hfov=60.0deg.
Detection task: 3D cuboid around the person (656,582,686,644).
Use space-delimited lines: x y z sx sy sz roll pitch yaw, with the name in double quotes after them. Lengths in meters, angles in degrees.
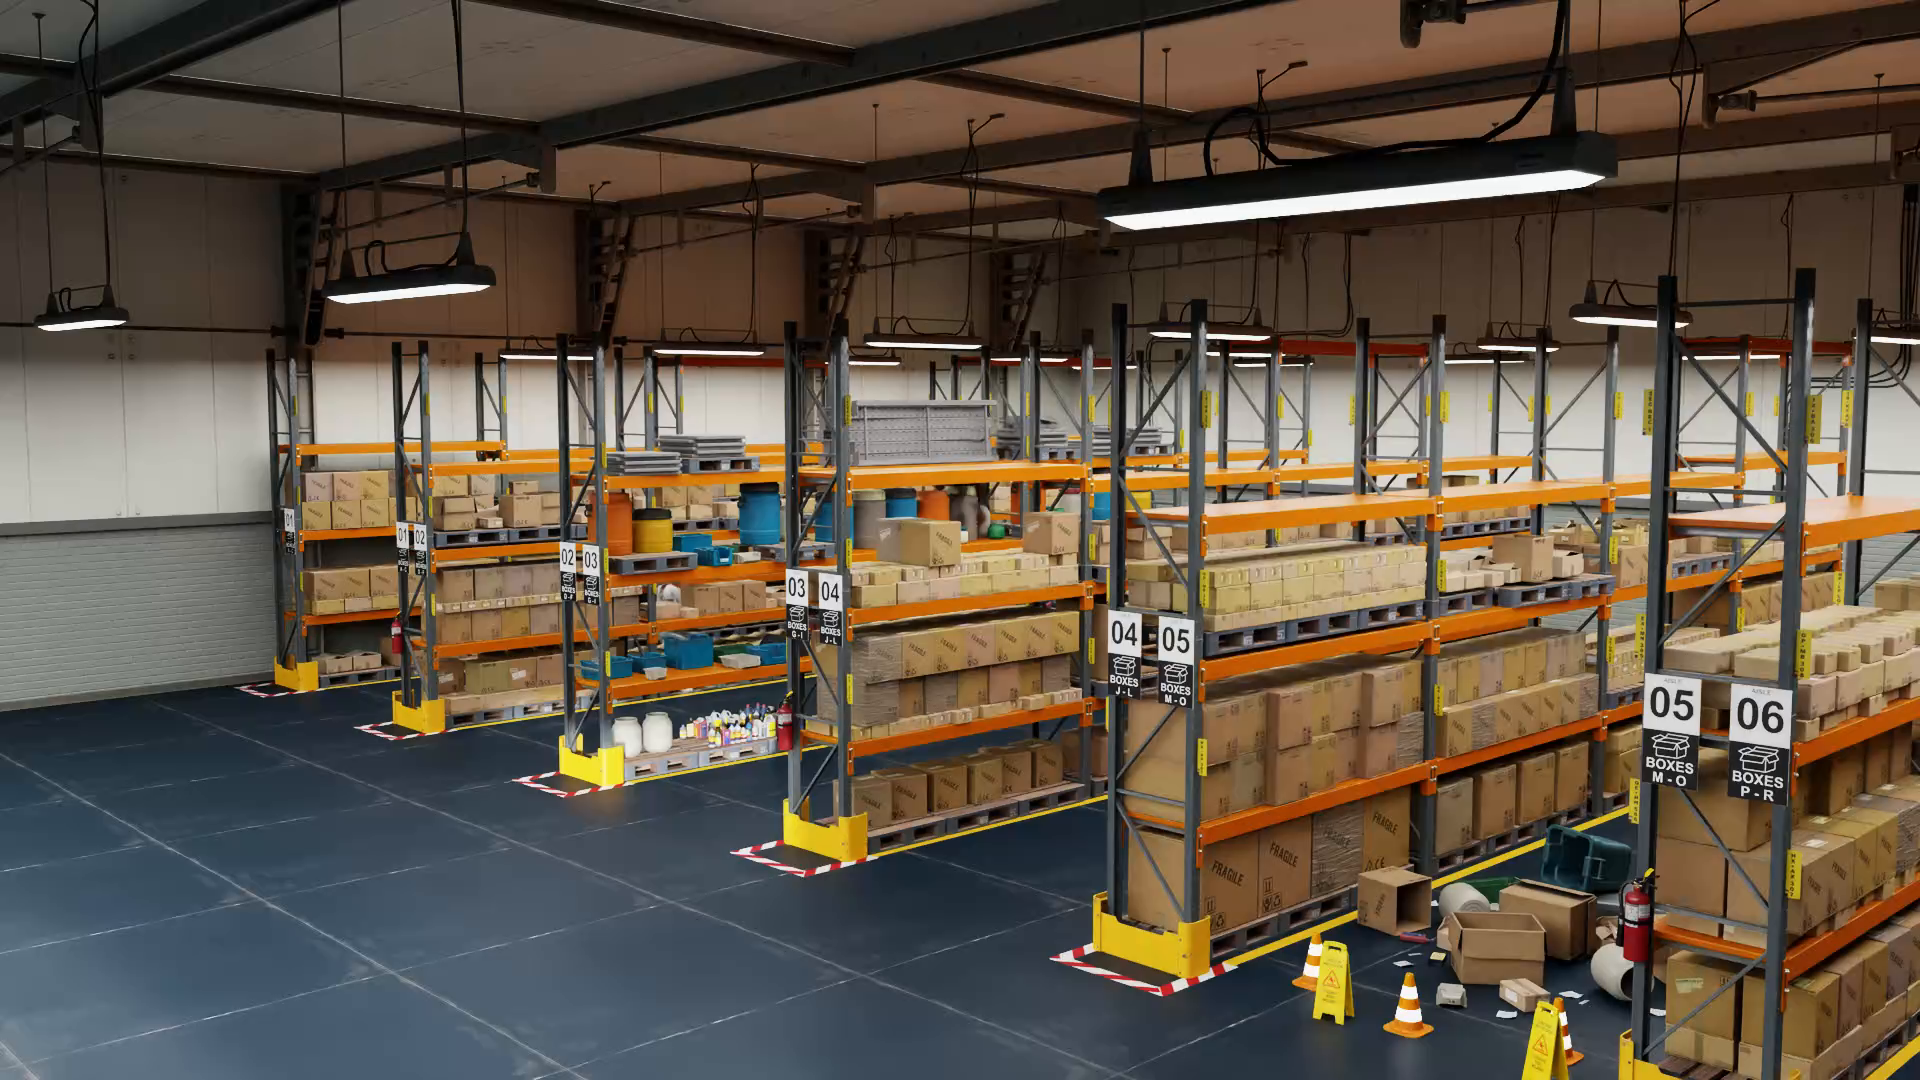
-5.741 1.493 32.561 0.686 1.724 0.681 4 6 38 "person"
